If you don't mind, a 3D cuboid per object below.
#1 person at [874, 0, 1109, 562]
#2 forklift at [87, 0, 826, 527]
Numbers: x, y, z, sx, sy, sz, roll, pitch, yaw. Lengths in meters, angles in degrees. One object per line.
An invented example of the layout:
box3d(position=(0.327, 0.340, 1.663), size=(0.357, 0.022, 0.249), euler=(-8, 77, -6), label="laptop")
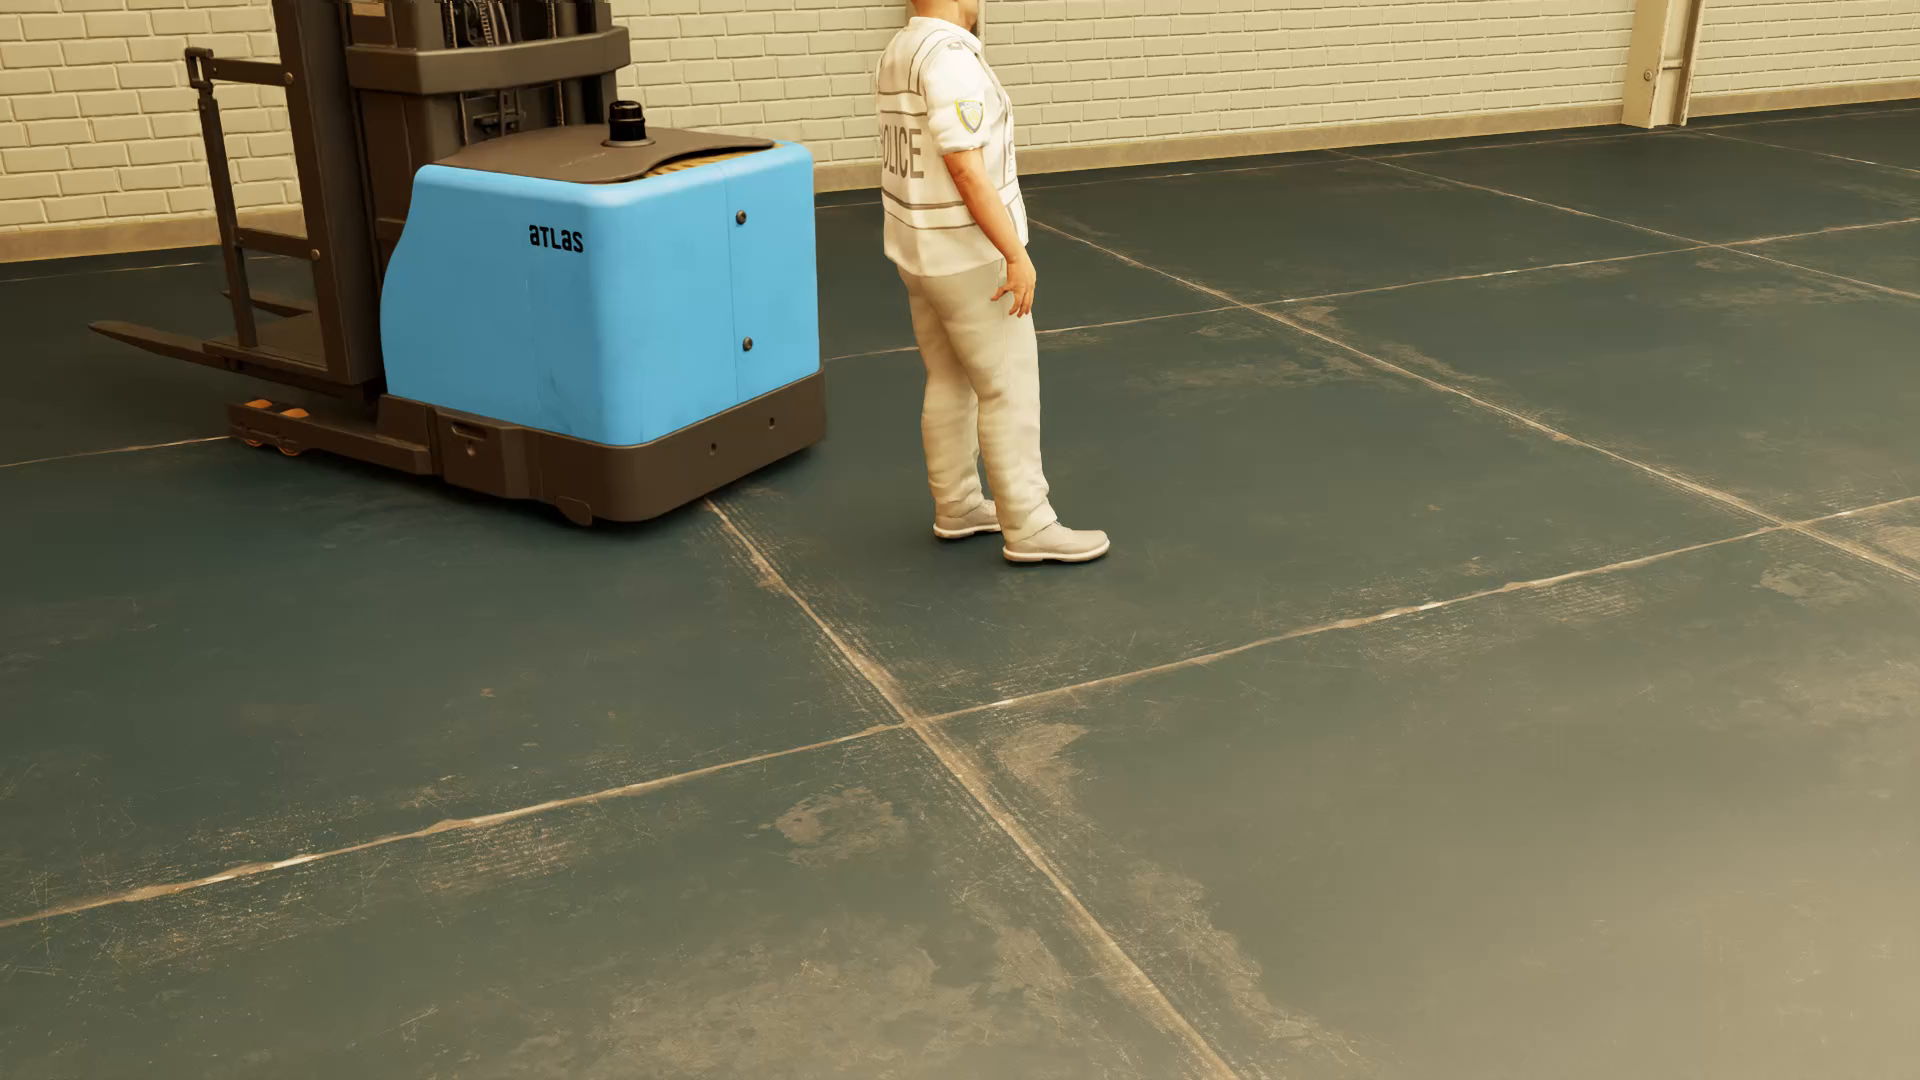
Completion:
box3d(position=(0.075, -0.838, 4.783), size=(0.575, 1.780, 0.640), euler=(-10, 25, -23), label="person")
box3d(position=(-1.990, -1.802, 5.624), size=(3.031, 2.935, 1.130), euler=(13, 26, 29), label="forklift")
